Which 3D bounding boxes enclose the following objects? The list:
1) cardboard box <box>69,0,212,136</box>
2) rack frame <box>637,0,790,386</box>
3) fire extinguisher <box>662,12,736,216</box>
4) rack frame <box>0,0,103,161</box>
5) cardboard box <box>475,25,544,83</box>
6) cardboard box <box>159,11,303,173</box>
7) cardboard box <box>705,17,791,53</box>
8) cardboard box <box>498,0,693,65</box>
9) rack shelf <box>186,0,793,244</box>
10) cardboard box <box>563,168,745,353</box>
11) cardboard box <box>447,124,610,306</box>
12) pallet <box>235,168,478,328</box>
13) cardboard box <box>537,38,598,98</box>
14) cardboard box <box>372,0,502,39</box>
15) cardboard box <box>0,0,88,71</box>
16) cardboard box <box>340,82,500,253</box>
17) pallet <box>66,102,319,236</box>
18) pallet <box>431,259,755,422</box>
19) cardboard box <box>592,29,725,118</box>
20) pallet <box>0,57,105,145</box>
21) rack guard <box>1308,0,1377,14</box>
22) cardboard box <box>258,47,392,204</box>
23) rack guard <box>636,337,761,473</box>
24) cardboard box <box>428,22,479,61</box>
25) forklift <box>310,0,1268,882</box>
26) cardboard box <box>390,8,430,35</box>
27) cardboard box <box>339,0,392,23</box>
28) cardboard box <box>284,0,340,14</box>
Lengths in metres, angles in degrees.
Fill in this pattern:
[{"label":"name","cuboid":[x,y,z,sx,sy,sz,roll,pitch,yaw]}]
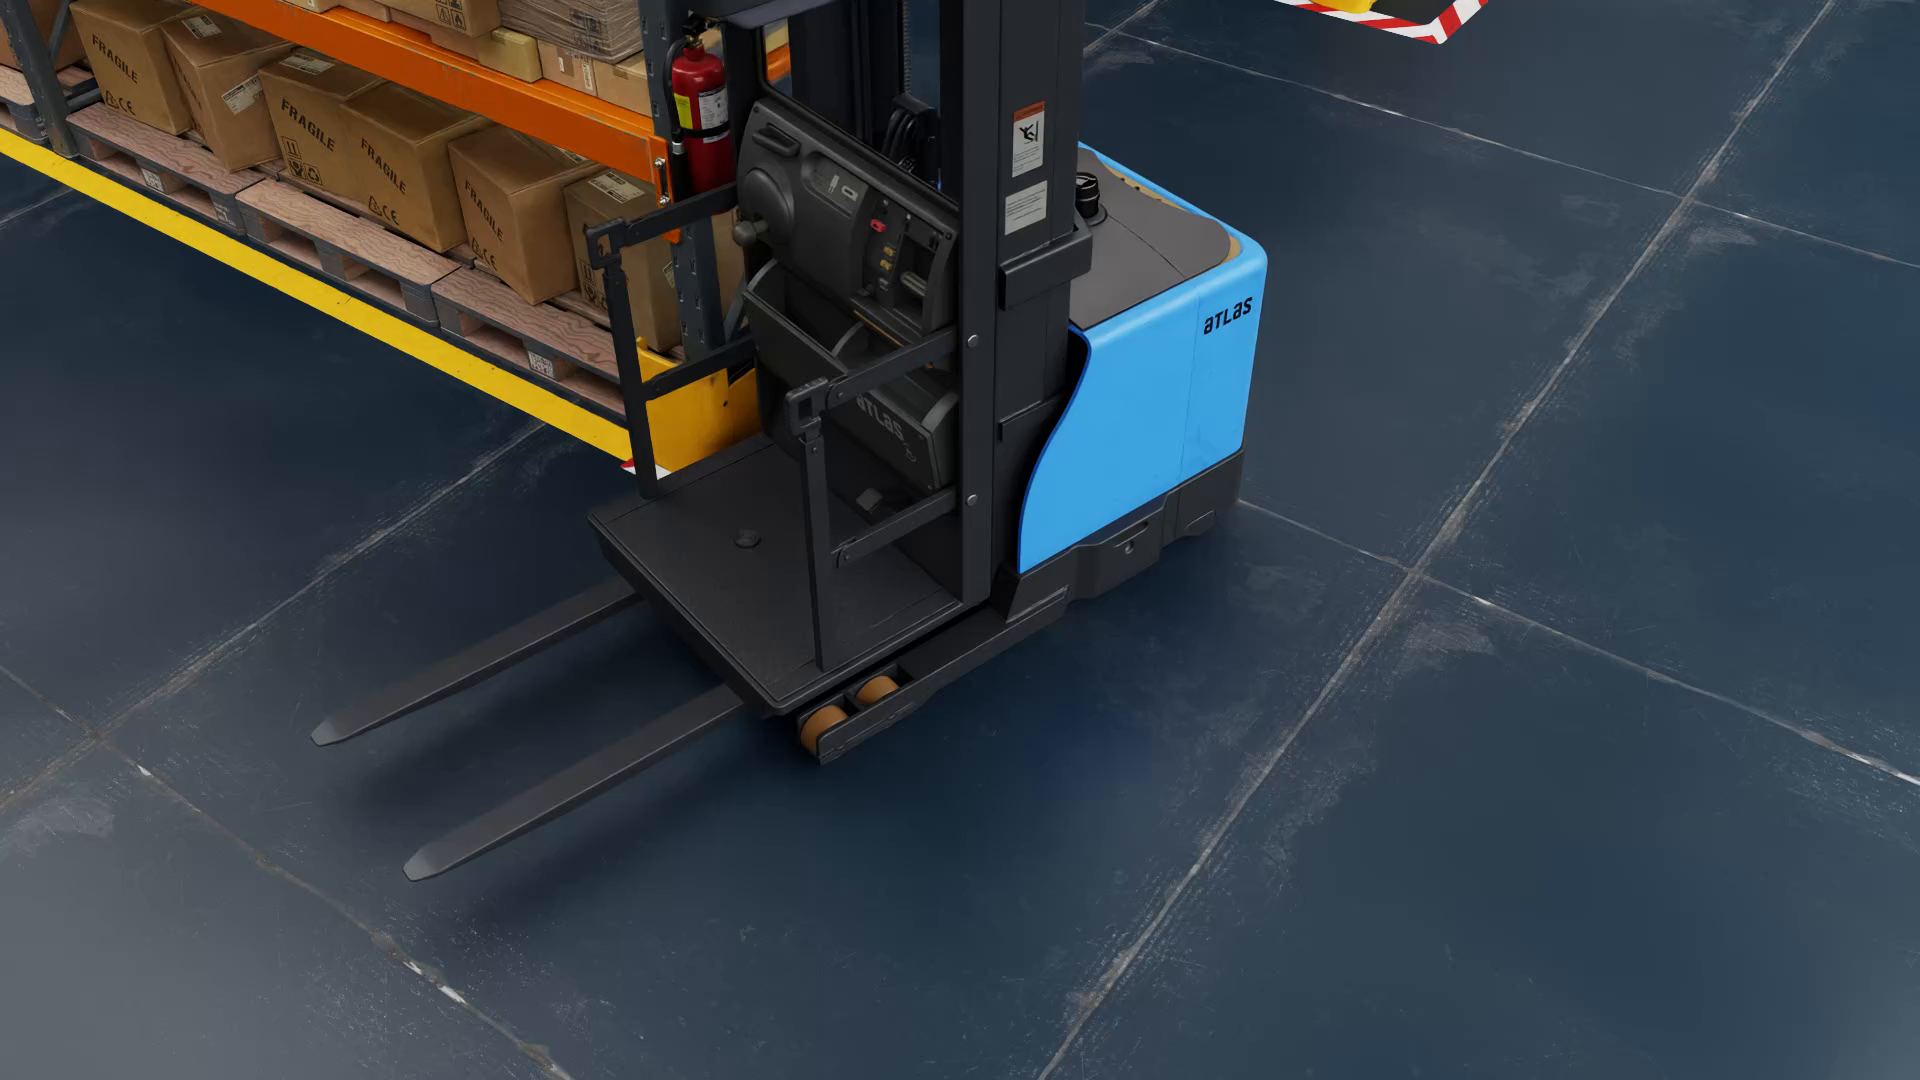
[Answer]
[{"label":"cardboard box","cuboid":[-3.586,-2.222,7.543,0.500,0.500,0.500,24,47,24]},{"label":"rack frame","cuboid":[-0.615,-1.640,5.333,0.127,3.000,1.000,25,48,25]},{"label":"fire extinguisher","cuboid":[-0.786,-1.316,5.029,0.183,0.674,0.296,25,48,25]},{"label":"rack frame","cuboid":[-3.890,-3.172,7.045,0.127,3.000,1.000,25,48,25]},{"label":"cardboard box","cuboid":[-1.406,-1.707,5.596,0.250,0.149,0.380,25,48,25]},{"label":"cardboard box","cuboid":[-3.112,-2.006,7.303,0.500,0.500,0.500,-26,48,-26]},{"label":"cardboard box","cuboid":[-0.712,-1.786,5.685,0.250,0.149,0.380,25,48,25]},{"label":"cardboard box","cuboid":[-1.050,-2.014,5.453,0.500,0.500,0.875,25,48,25]},{"label":"rack shelf","cuboid":[-2.253,-2.138,6.429,4.000,0.370,1.077,25,48,25]},{"label":"cardboard box","cuboid":[-1.117,-1.113,6.304,0.500,0.500,0.500,-33,51,-31]},{"label":"cardboard box","cuboid":[-1.626,-1.323,6.539,0.500,0.500,0.500,-29,49,-28]},{"label":"pallet","cuboid":[-2.317,-1.428,7.187,1.213,0.211,1.003,25,48,25]},{"label":"cardboard box","cuboid":[-1.171,-1.639,5.521,0.250,0.149,0.380,25,48,25]},{"label":"cardboard box","cuboid":[-1.528,-2.140,5.594,0.500,0.500,0.875,25,48,25]},{"label":"cardboard box","cuboid":[-4.380,-2.651,8.008,0.500,0.500,0.700,22,46,22]},{"label":"cardboard box","cuboid":[-2.128,-1.574,6.819,0.500,0.500,0.500,30,50,29]},{"label":"pallet","cuboid":[-3.320,-1.895,7.709,1.213,0.211,1.003,25,48,25]},{"label":"pallet","cuboid":[-1.322,-0.960,6.665,1.213,0.211,1.003,25,48,25]},{"label":"cardboard box","cuboid":[-0.967,-1.543,5.413,0.250,0.149,0.380,25,48,25]},{"label":"pallet","cuboid":[-4.528,-2.430,8.307,1.213,0.211,1.003,25,48,25]},{"label":"rack guard","cuboid":[2.335,-3.369,9.140,0.348,0.500,1.175,25,48,25]},{"label":"cardboard box","cuboid":[-2.559,-1.812,7.085,0.500,0.500,0.500,21,46,22]},{"label":"rack guard","cuboid":[-0.677,-0.738,6.199,0.348,0.500,1.175,25,48,25]},{"label":"cardboard box","cuboid":[-1.601,-1.811,5.713,0.250,0.149,0.380,25,48,25]},{"label":"forklift","cuboid":[-0.488,-0.829,4.478,3.031,2.935,1.130,-28,49,-28]},{"label":"cardboard box","cuboid":[-1.782,-1.929,5.845,0.250,0.149,0.380,25,48,25]},{"label":"cardboard box","cuboid":[-2.000,-2.013,5.938,0.250,0.149,0.380,25,48,25]},{"label":"cardboard box","cuboid":[-2.255,-2.060,5.991,0.250,0.149,0.380,25,48,25]}]
